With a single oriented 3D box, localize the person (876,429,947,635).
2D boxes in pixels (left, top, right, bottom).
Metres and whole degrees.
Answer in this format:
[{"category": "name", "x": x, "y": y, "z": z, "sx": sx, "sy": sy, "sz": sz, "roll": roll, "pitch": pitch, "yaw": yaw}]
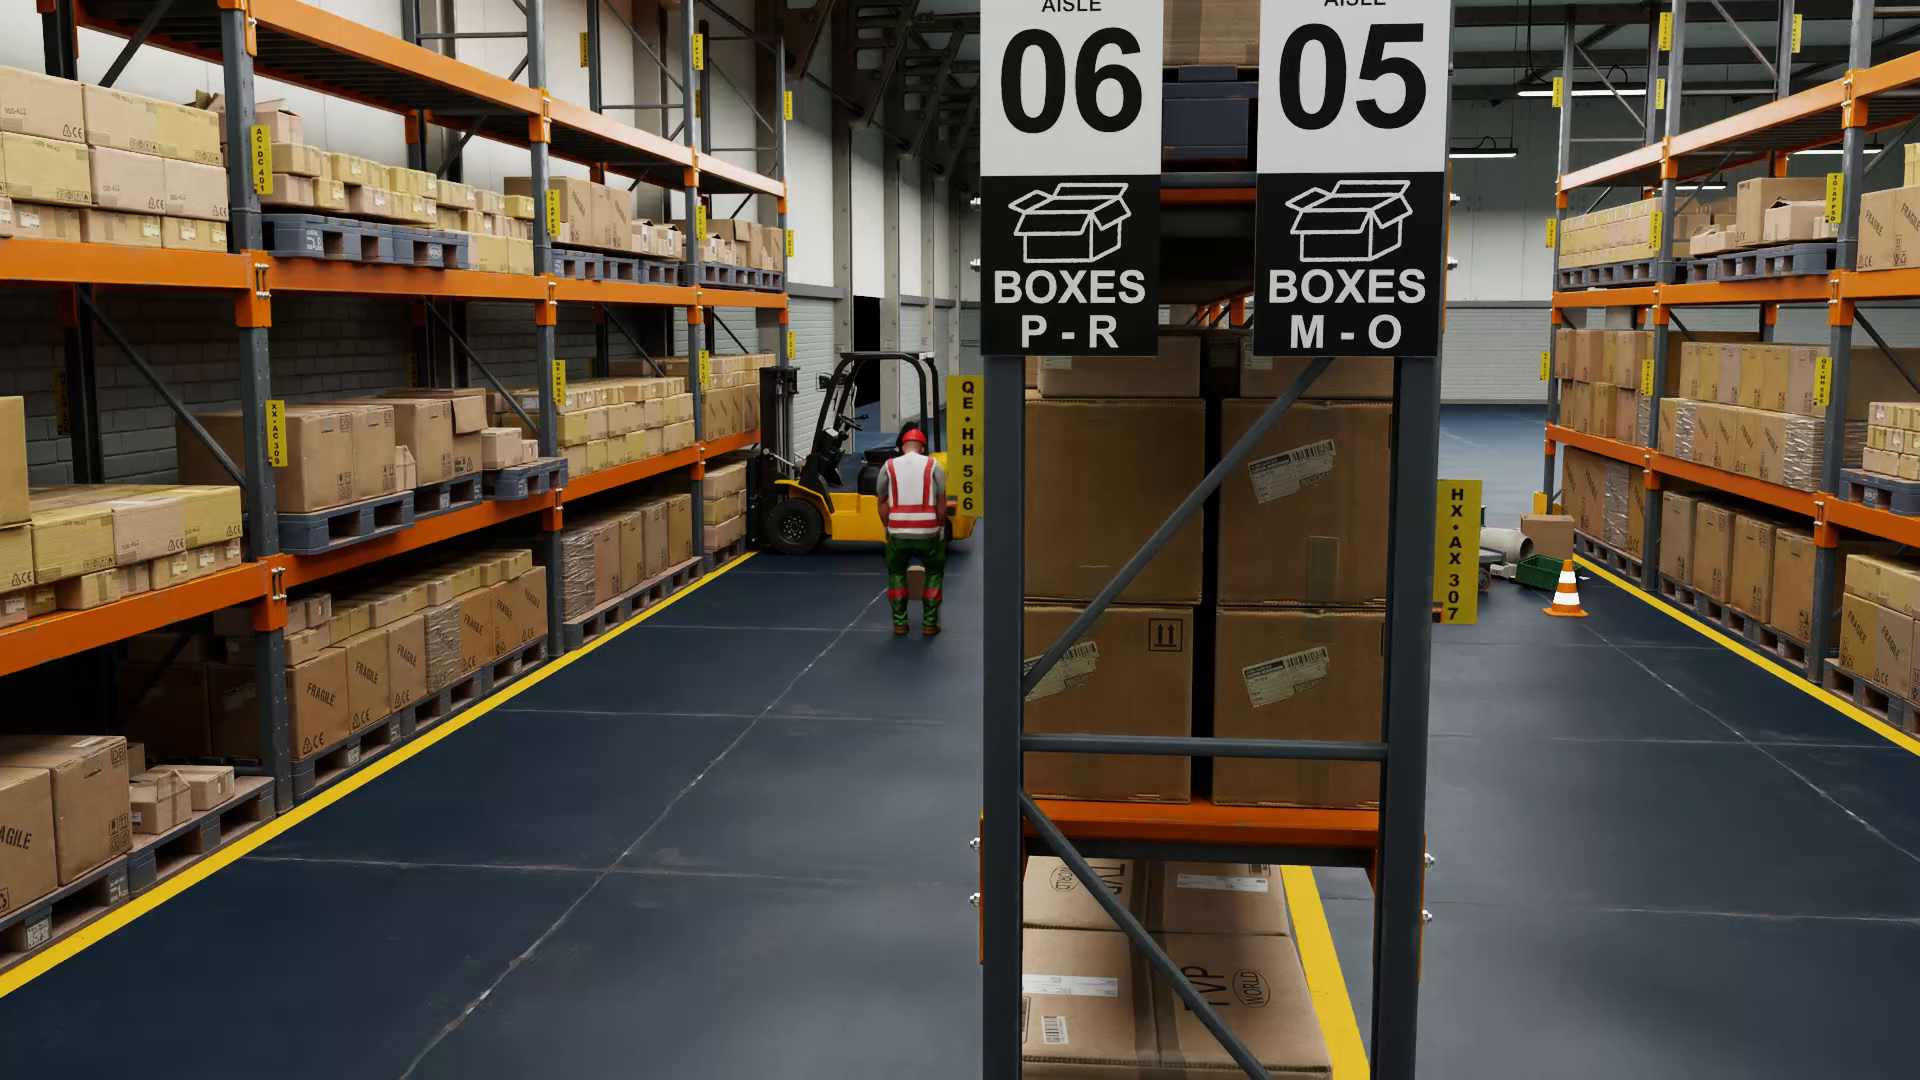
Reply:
[{"category": "person", "x": -0.387, "y": -0.067, "z": 13.335, "sx": 0.568, "sy": 1.627, "sz": 0.602, "roll": 1, "pitch": 8, "yaw": 7}]
